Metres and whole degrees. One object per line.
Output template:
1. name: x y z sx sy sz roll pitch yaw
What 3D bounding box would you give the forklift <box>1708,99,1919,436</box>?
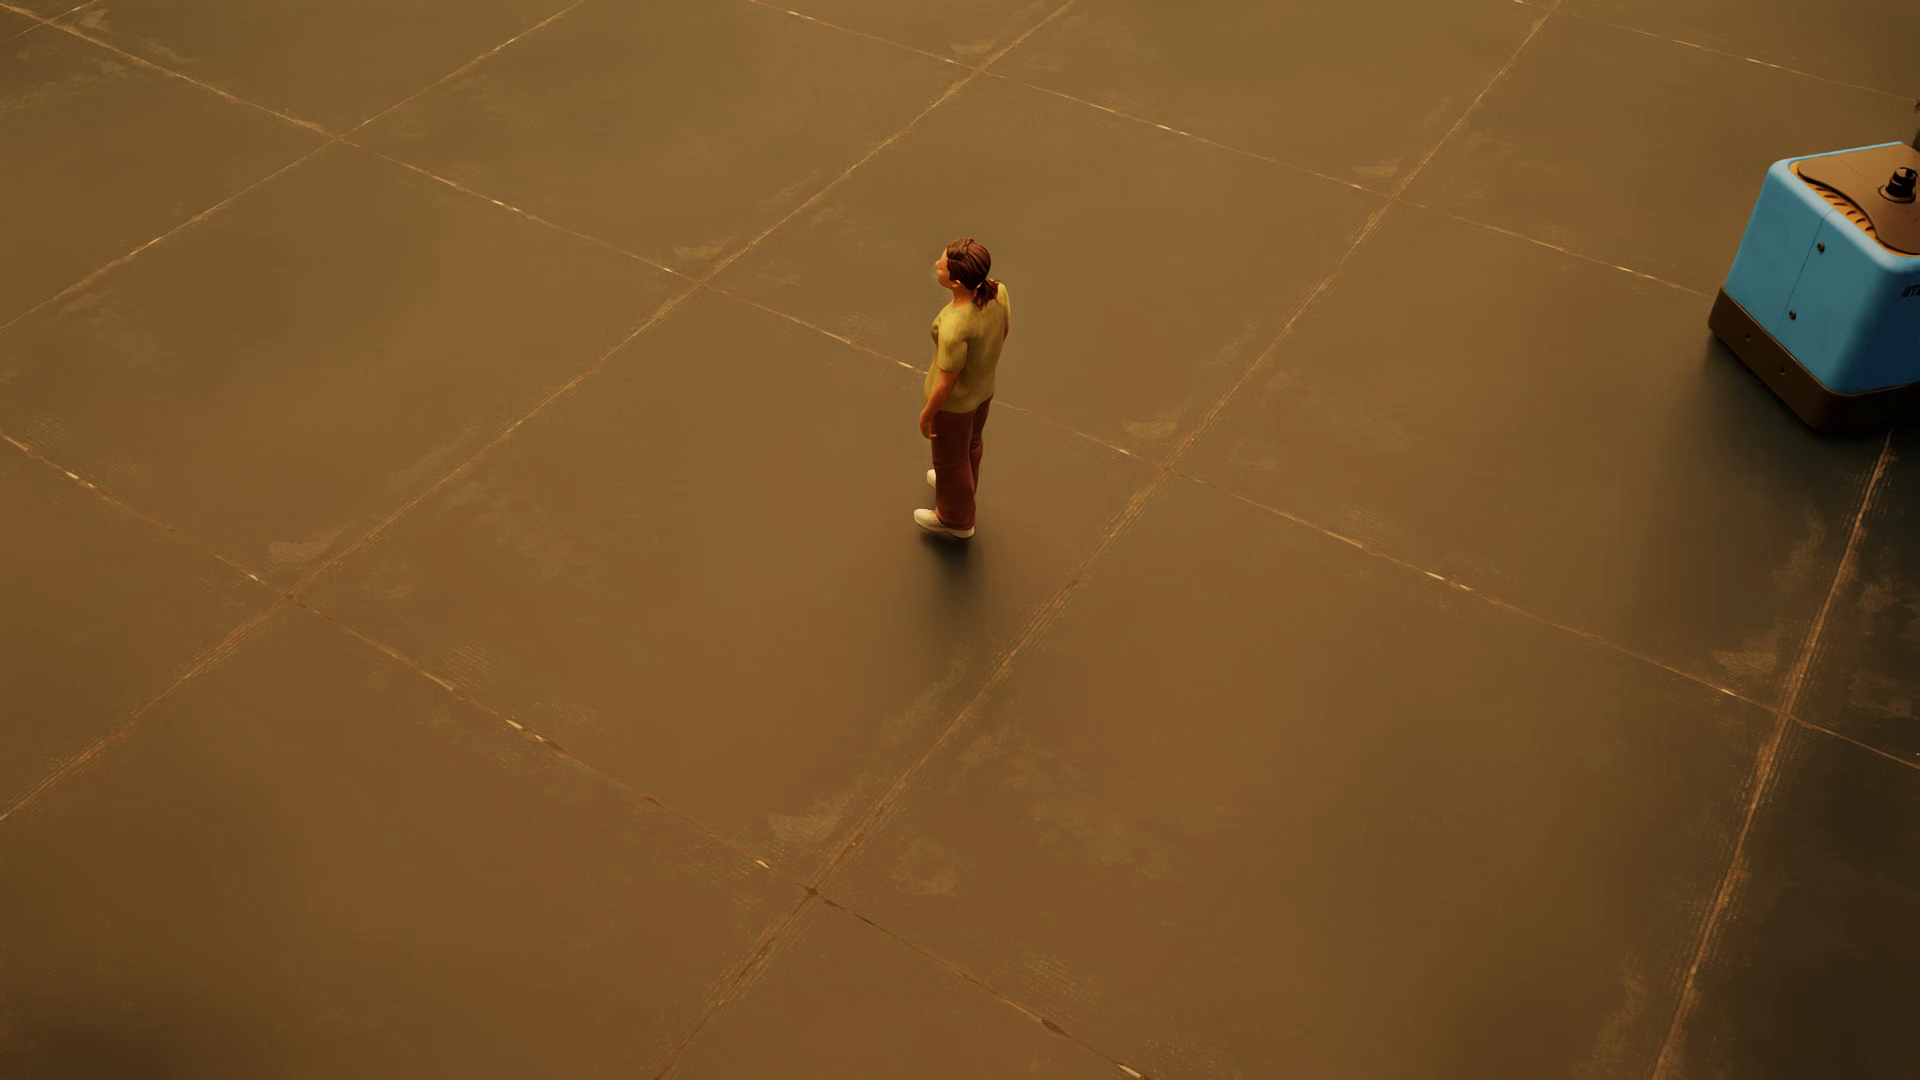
1. forklift: 5.676 -2.160 8.127 3.031 2.935 1.130 -11 45 -11

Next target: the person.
1. person: -0.056 -0.677 7.405 0.547 1.673 0.553 24 48 23
